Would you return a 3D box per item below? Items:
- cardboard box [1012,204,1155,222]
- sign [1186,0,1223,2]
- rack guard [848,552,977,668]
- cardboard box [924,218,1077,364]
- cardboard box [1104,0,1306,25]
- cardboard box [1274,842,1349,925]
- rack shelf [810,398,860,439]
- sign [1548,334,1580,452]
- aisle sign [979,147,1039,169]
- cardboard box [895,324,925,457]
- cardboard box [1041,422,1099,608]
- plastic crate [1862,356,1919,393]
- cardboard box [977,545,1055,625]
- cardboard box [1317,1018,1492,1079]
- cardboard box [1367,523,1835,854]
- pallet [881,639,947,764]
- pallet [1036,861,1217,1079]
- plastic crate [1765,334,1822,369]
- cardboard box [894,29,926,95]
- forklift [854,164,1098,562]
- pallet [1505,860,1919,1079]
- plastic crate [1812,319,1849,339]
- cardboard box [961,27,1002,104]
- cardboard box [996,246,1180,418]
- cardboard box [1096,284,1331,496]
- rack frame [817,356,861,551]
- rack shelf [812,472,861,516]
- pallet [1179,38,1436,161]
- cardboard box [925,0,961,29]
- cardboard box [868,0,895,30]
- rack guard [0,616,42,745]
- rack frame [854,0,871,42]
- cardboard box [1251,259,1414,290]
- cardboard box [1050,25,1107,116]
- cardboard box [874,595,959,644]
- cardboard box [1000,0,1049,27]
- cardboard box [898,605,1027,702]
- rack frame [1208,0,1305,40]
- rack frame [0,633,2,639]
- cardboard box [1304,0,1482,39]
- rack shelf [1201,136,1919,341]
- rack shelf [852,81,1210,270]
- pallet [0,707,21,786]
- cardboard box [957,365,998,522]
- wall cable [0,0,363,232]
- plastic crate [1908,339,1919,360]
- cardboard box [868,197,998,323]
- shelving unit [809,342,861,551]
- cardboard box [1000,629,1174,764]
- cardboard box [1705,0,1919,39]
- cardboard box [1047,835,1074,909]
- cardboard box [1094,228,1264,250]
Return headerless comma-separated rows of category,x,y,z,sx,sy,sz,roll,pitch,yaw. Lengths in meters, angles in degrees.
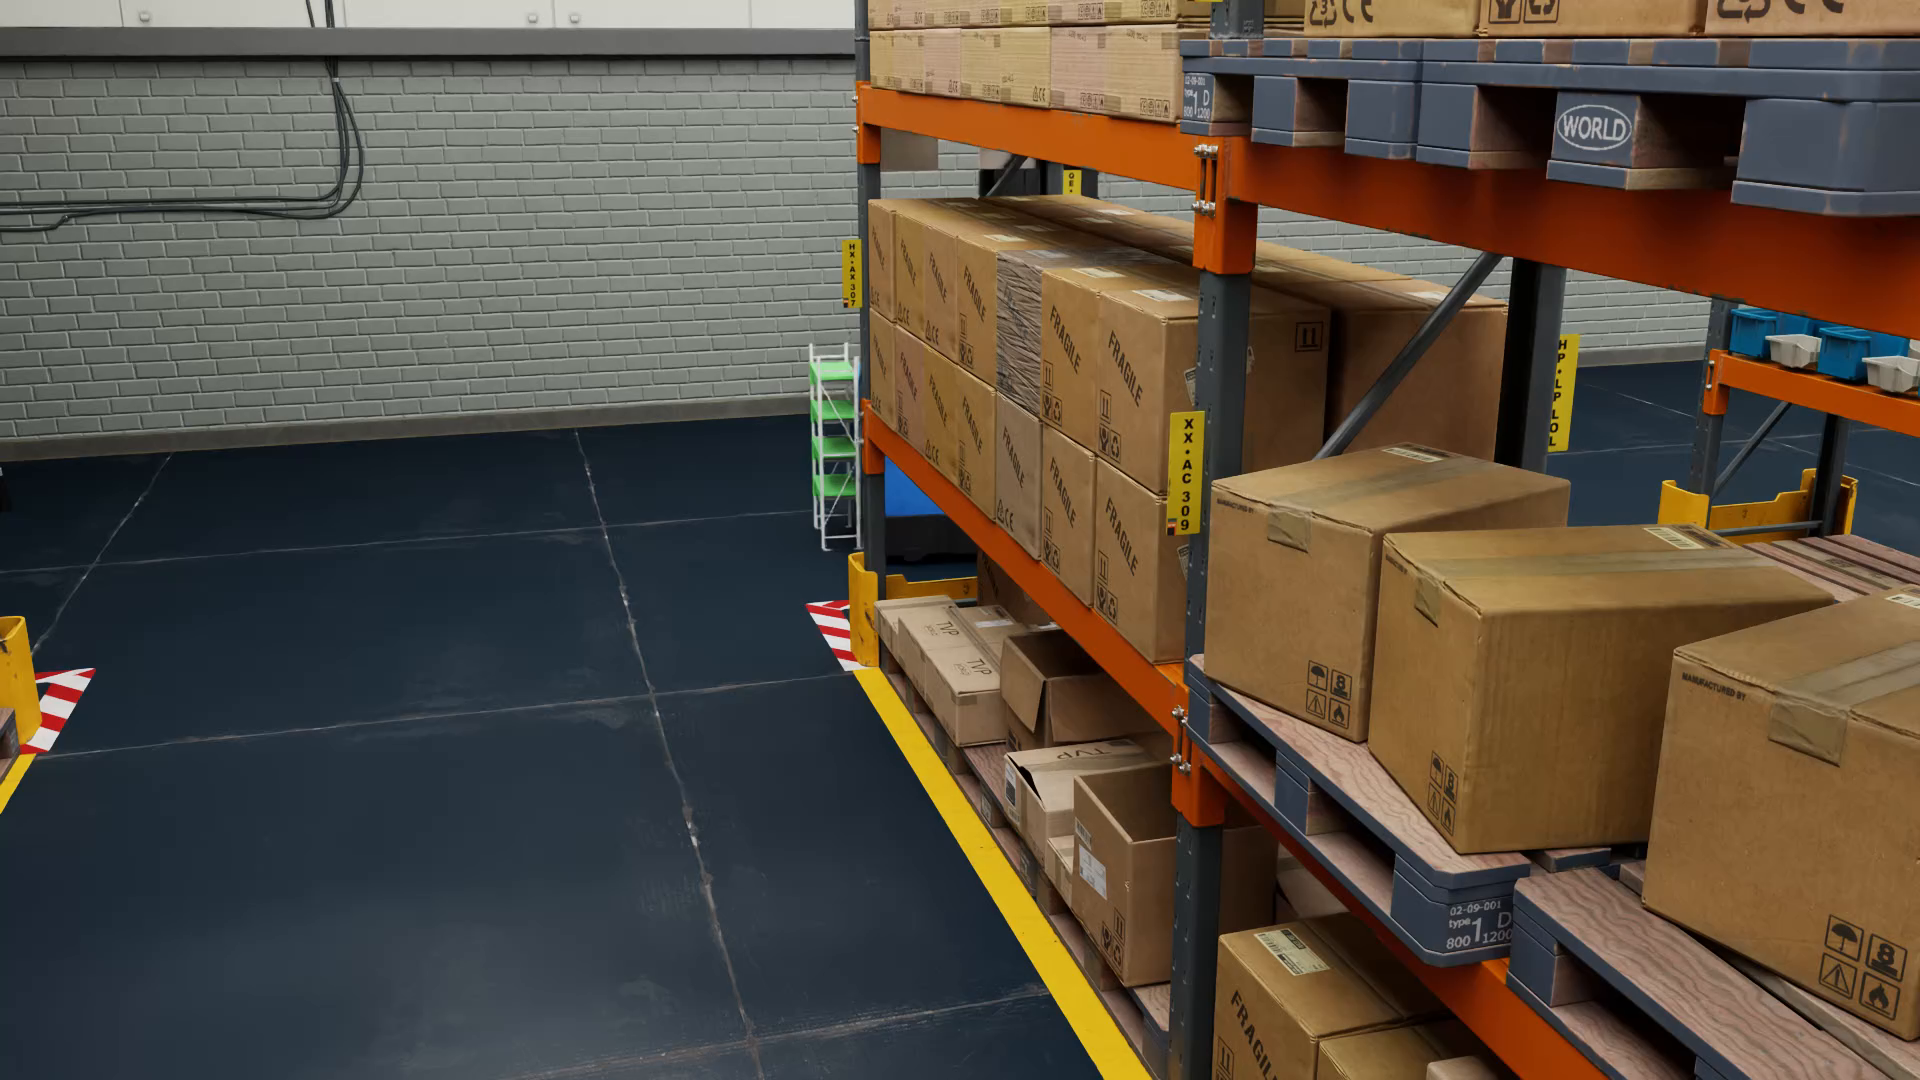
cardboard box,0.533,-1.194,7.301,0.500,0.500,0.500,-4,17,-14
sign,0.587,-1.441,3.922,0.100,0.325,0.005,-5,17,-15
rack guard,0.028,0.310,8.551,1.175,0.500,0.348,-5,17,-15
cardboard box,0.159,-1.009,6.684,0.500,0.500,0.500,-4,17,-14
cardboard box,0.711,-1.519,4.473,0.500,0.250,0.500,-5,17,-15
cardboard box,1.199,1.142,5.345,0.500,0.311,0.500,-5,17,-15
rack shelf,-0.776,-0.752,10.259,0.258,0.148,0.480,-3,17,-10
sign,1.639,-0.401,4.561,0.100,0.325,0.005,-5,17,-15
aisle sign,0.283,-2.196,8.031,0.394,0.787,0.004,-5,17,-15
cardboard box,0.022,-0.670,7.295,0.500,0.500,0.500,-5,17,-16
cardboard box,0.579,-0.110,5.431,0.500,0.500,0.500,-4,17,-14
plastic crate,4.717,-0.824,8.335,0.250,0.136,0.298,-5,17,-15
cardboard box,0.393,0.209,8.122,0.500,0.500,0.500,-5,17,-15
cardboard box,1.162,1.484,3.877,0.500,0.500,0.500,-4,17,-14
cardboard box,1.271,0.283,3.392,0.700,0.500,0.500,-2,17,-6
pallet,0.248,0.669,7.859,1.003,0.211,1.213,-5,17,-15
pallet,0.918,1.344,5.612,1.003,0.211,1.213,-5,17,-15
plastic crate,4.530,-1.012,8.960,0.250,0.136,0.298,-5,17,-15
cardboard box,0.029,-1.971,6.848,0.500,0.250,0.500,-5,17,-15
forklift,0.884,-1.460,10.219,3.031,2.935,1.130,-3,17,-10
pallet,1.667,0.859,2.712,1.003,0.211,1.213,-5,17,-15
plastic crate,5.042,-1.267,9.289,0.616,0.435,0.499,-5,17,-15
cardboard box,0.311,-1.695,5.929,0.500,0.250,0.500,-5,17,-15
cardboard box,0.437,-0.729,5.753,0.500,0.500,0.500,-5,17,-15
cardboard box,0.718,-0.448,4.817,0.500,0.500,0.500,-5,17,-15
rack frame,-0.732,-0.515,10.079,0.240,1.200,0.015,-3,17,-10
rack shelf,-0.775,-0.293,10.397,0.258,0.148,0.480,-3,17,-10
pallet,1.218,-0.962,3.555,1.213,0.211,1.003,-5,17,-15
cardboard box,0.172,-2.073,6.317,0.500,0.250,0.500,-5,17,-15
cardboard box,-0.102,-2.350,7.238,0.500,0.250,0.500,-5,17,-15
rack guard,-4.762,0.675,7.336,1.175,0.500,0.348,-5,17,-15
rack frame,0.007,-3.781,7.398,1.000,3.000,0.127,-5,17,-15
cardboard box,1.105,-0.624,5.403,0.500,0.500,0.500,-5,18,-17
cardboard box,0.590,-1.419,5.009,0.500,0.250,0.500,-5,17,-15
cardboard box,-0.208,0.389,8.132,0.380,0.149,0.250,-5,17,-15
cardboard box,0.442,-1.796,5.395,0.500,0.250,0.500,-5,17,-15
cardboard box,0.021,0.509,7.558,0.500,0.250,0.500,-5,17,-15
rack frame,1.106,-2.675,3.715,1.000,3.000,0.127,-5,17,-15
rack frame,-4.755,-0.516,6.954,1.000,3.000,0.127,-5,17,-15
cardboard box,1.174,-1.390,3.574,0.600,0.600,0.600,-6,18,-20
rack shelf,1.656,-0.341,2.408,1.077,0.370,4.000,-5,17,-15
rack shelf,0.557,-1.447,6.092,1.077,0.370,4.000,-5,17,-15
pallet,-4.460,1.035,6.640,1.003,0.211,1.213,-5,17,-15
cardboard box,0.293,-0.393,6.372,0.500,0.500,0.500,-4,17,-15
wall cable,-5.966,-3.494,11.840,3.097,2.526,0.112,-5,17,-15
plastic crate,5.169,-0.990,8.888,0.396,0.136,0.243,-5,17,-15
cardboard box,-0.125,-1.291,7.625,0.500,0.500,0.500,-4,17,-14
shelving unit,-0.776,-0.584,10.309,0.258,1.200,0.503,-3,17,-10
cardboard box,0.585,0.664,6.603,0.797,0.503,0.637,-5,17,-15
cardboard box,1.543,-1.021,2.347,0.600,0.600,0.600,-5,18,-17
cardboard box,0.516,1.119,5.704,0.380,0.149,0.250,-5,17,-15
cardboard box,0.821,-0.909,6.352,0.500,0.500,0.500,-4,17,-14
